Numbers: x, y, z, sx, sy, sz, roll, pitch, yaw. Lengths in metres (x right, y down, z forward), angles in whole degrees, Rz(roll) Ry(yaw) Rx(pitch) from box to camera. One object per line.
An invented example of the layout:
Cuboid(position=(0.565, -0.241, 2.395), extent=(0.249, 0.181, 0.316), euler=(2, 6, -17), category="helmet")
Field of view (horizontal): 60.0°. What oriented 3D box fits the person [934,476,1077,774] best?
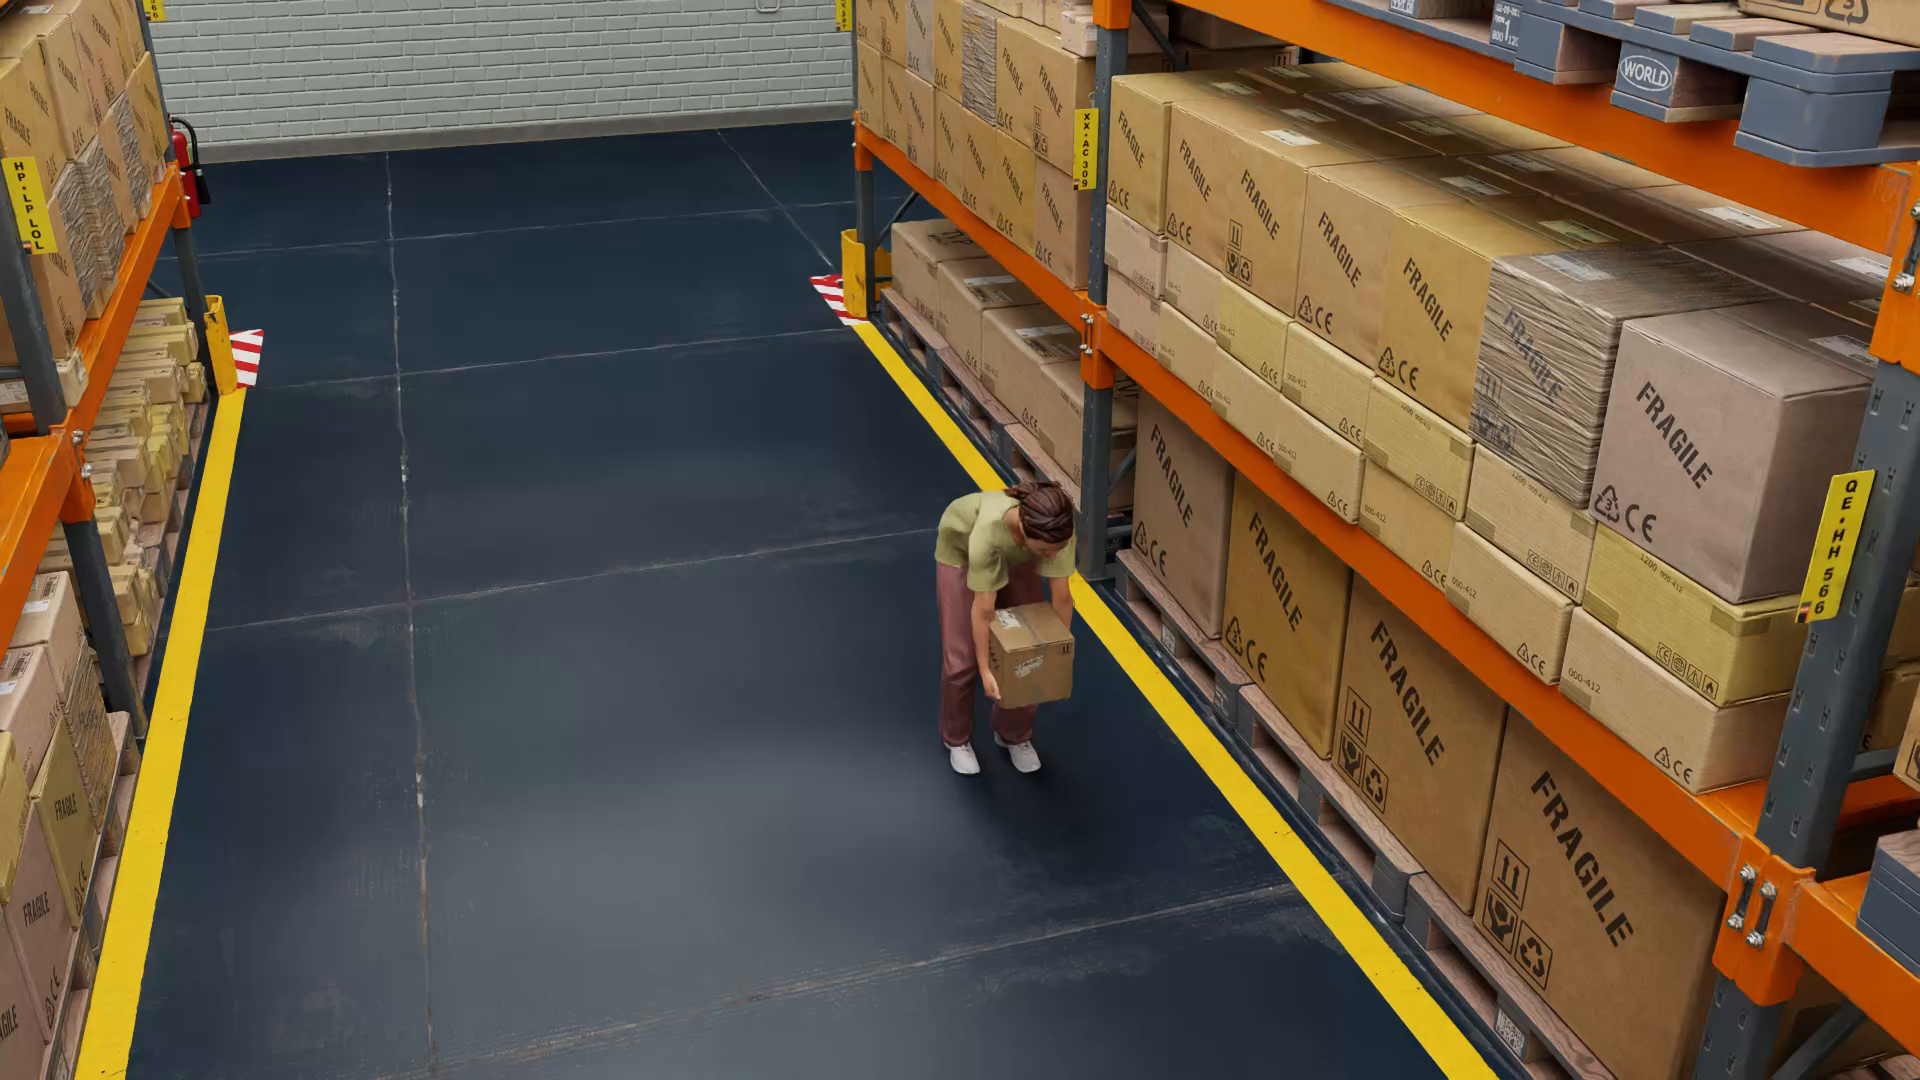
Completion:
Cuboid(position=(0.174, 0.304, 5.920), extent=(0.420, 1.309, 0.806), euler=(-9, 28, -18), category="person")
